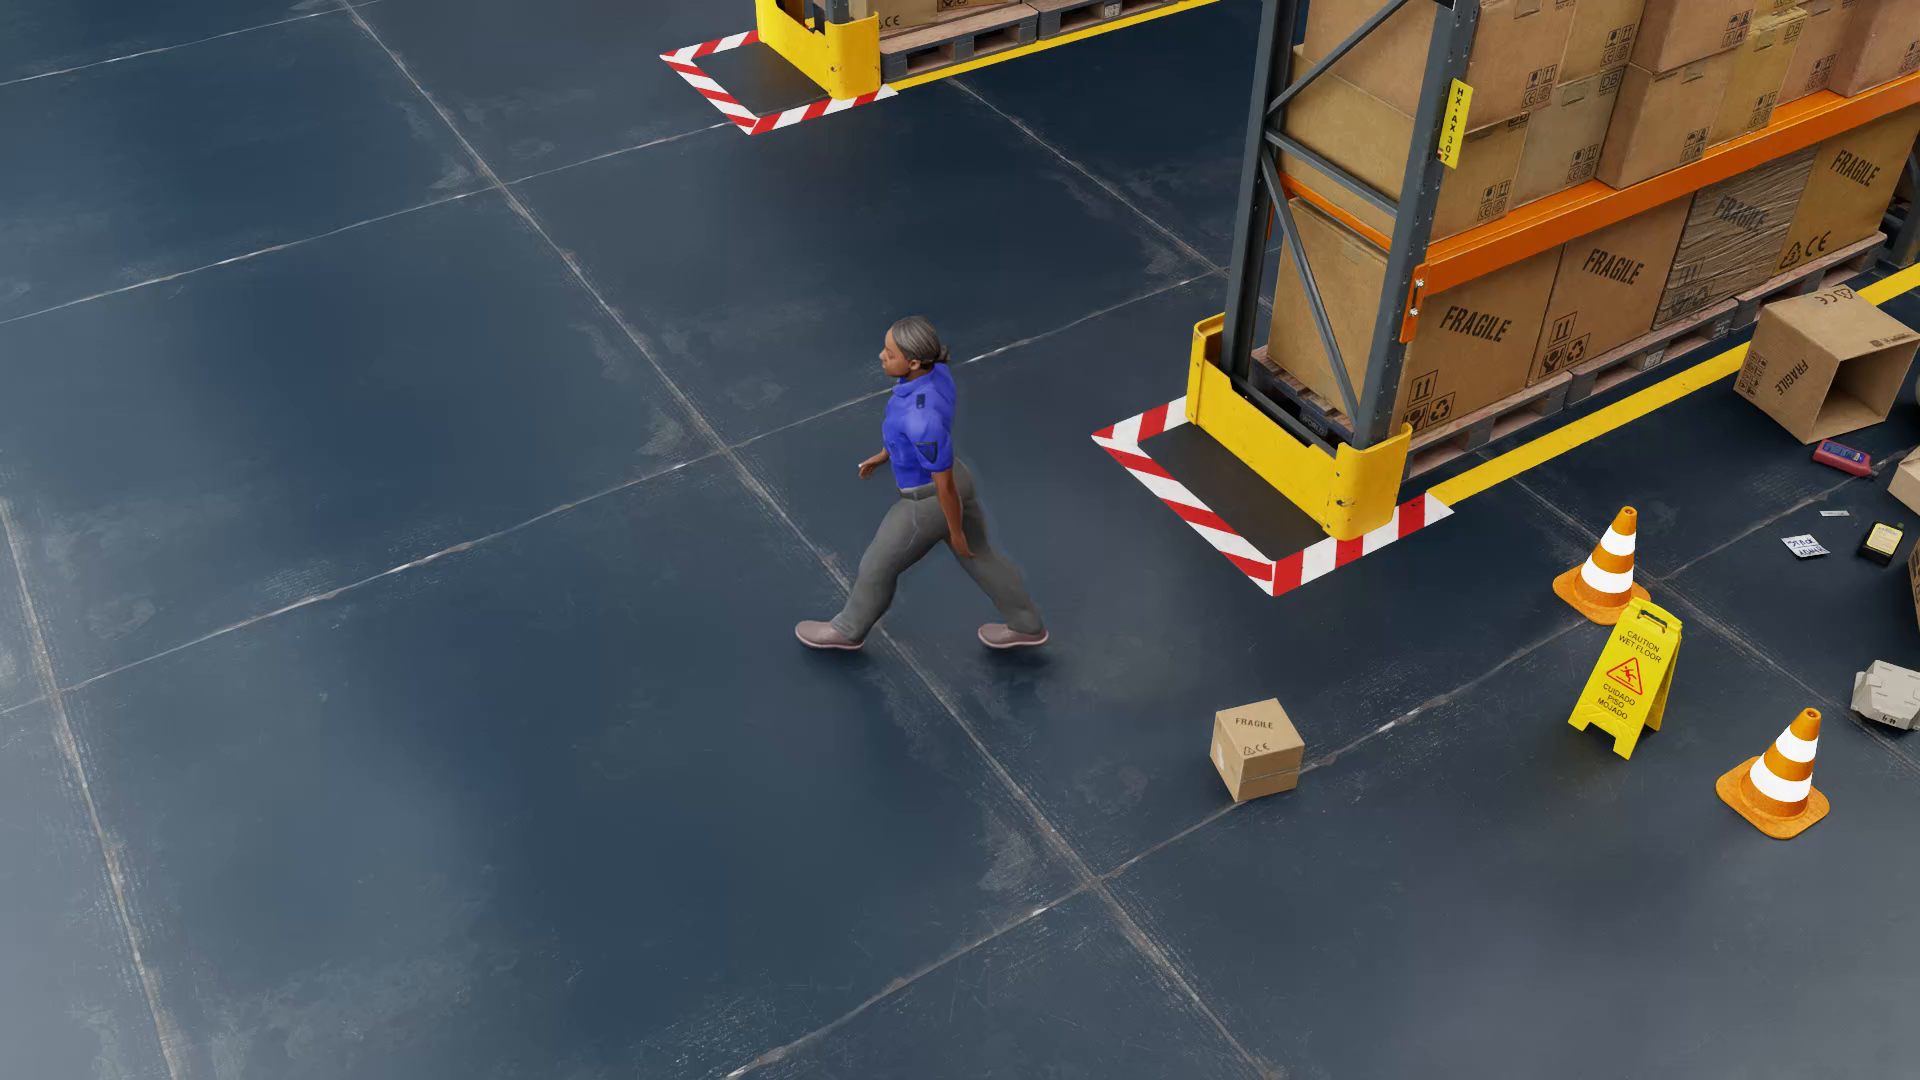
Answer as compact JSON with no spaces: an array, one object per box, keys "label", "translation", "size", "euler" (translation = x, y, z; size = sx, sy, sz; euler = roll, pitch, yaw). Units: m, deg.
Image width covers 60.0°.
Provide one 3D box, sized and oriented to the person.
[{"label":"person","translation":[-0.156,-0.184,6.373],"size":[1.041,1.589,0.475],"euler":[7,42,8]}]
